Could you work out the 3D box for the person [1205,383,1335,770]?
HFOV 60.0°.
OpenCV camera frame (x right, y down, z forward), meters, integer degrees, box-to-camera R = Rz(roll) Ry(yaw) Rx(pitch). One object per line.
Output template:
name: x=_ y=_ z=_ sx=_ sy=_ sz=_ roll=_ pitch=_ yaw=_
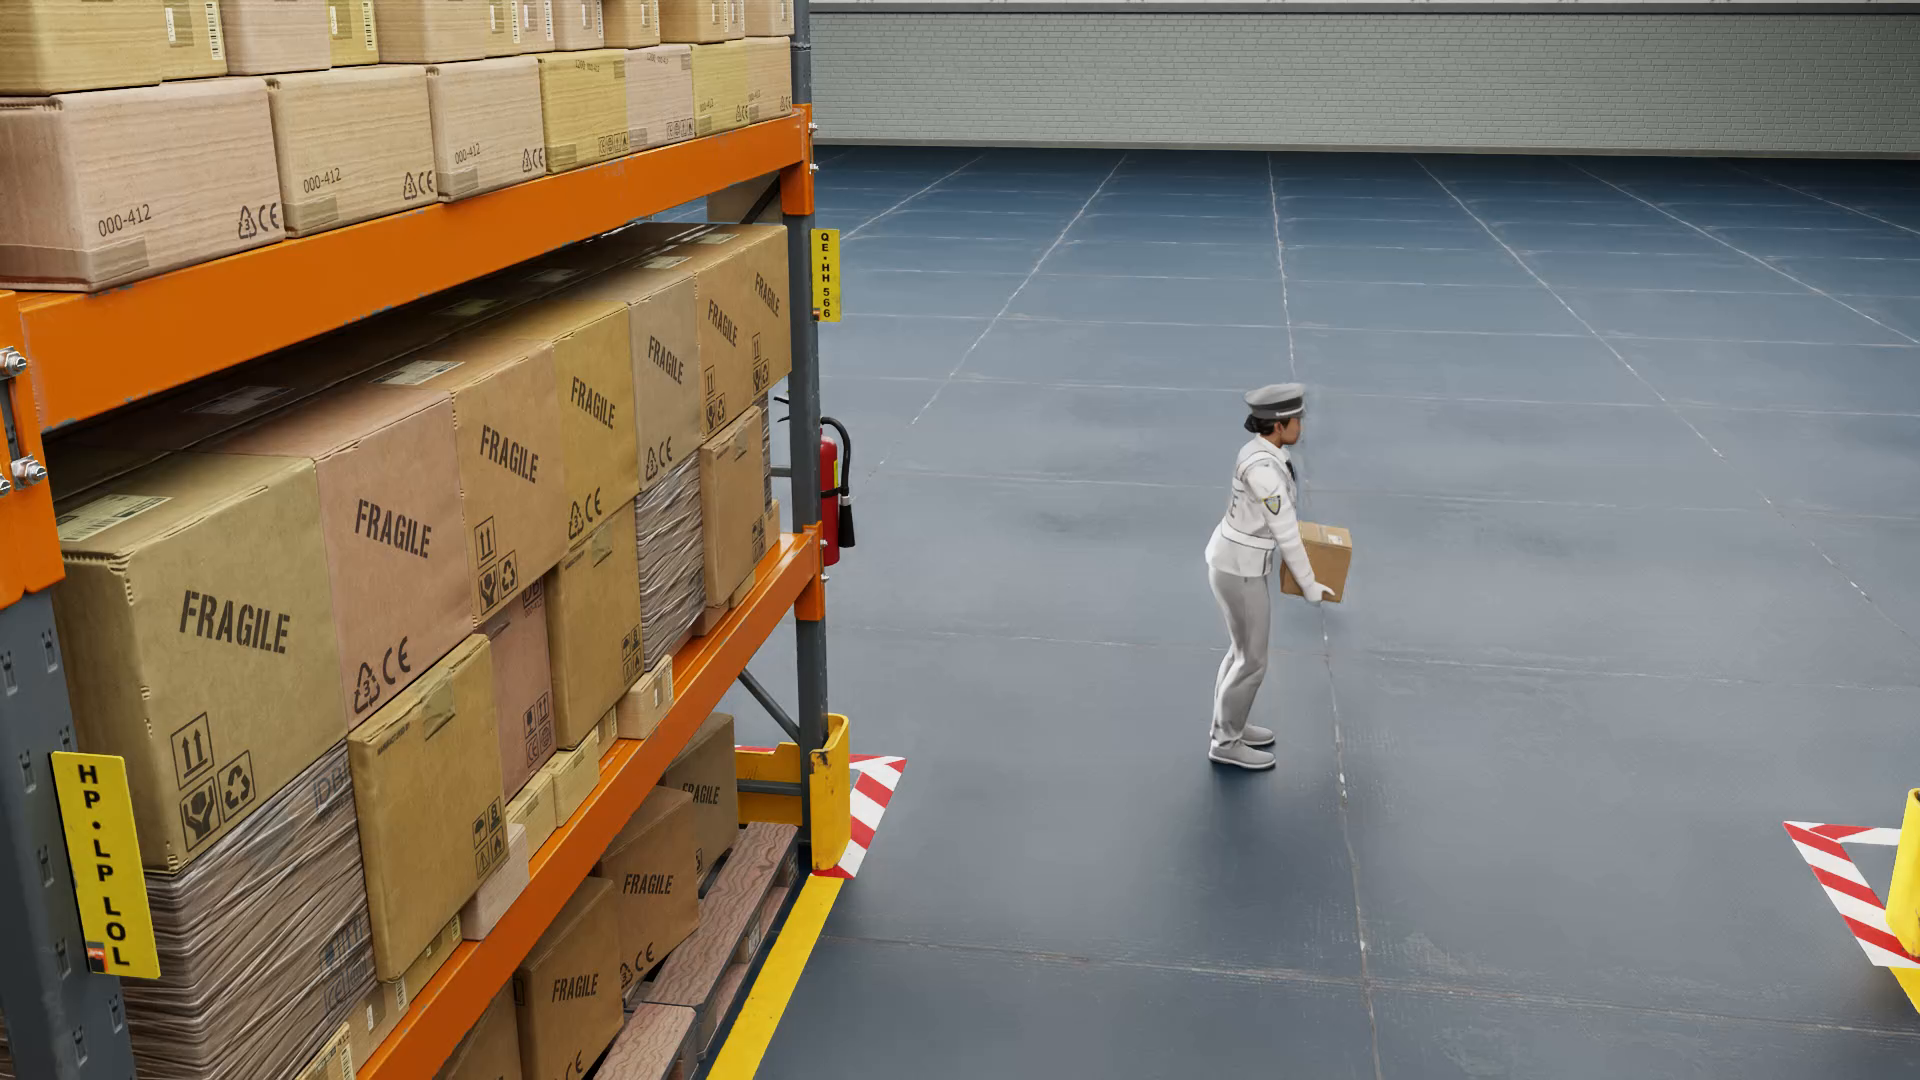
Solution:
person: x=1.318 y=0.150 z=7.106 sx=0.542 sy=1.665 sz=0.415 roll=3 pitch=18 yaw=8
